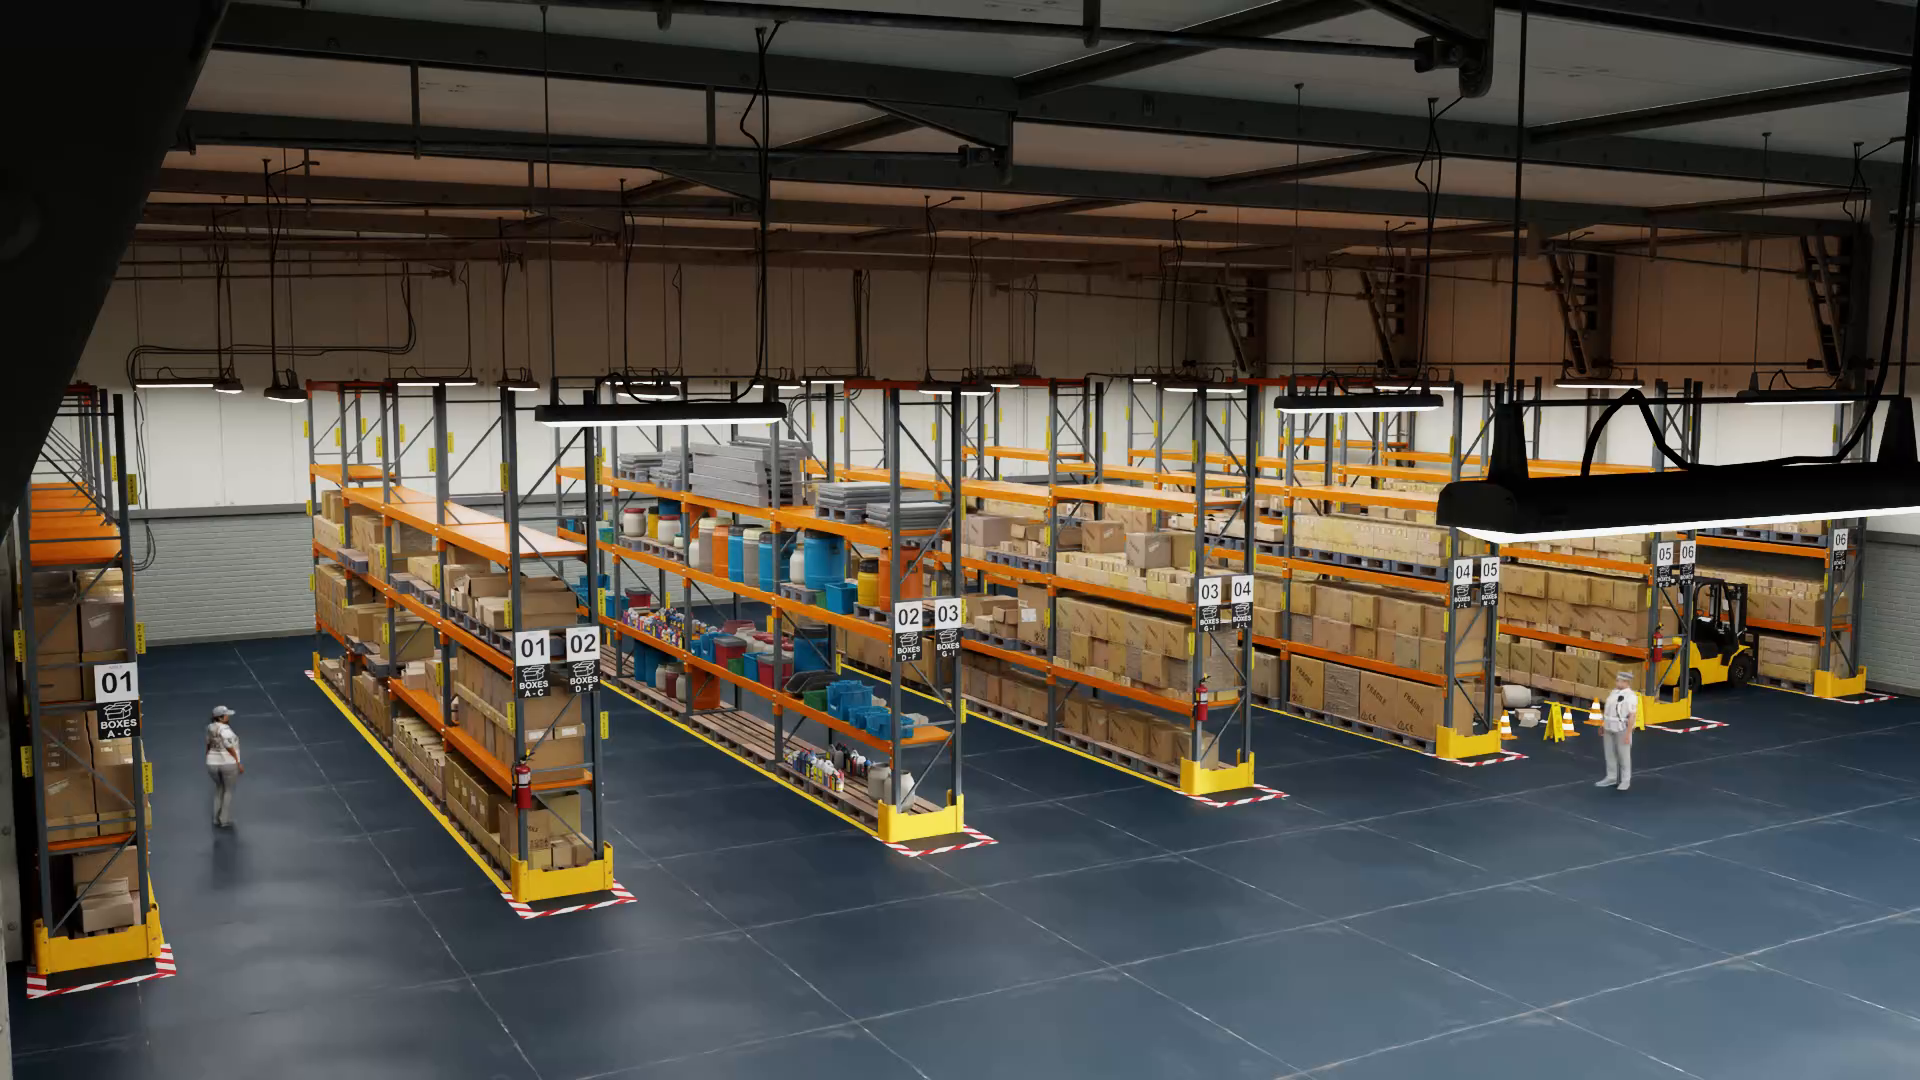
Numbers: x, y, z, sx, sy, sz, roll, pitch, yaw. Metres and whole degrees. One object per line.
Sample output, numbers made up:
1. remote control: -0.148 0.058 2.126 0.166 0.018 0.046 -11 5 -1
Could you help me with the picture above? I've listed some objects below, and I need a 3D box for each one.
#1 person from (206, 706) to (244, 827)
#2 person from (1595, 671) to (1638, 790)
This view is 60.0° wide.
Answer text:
1. person: -10.056 3.099 22.745 0.511 1.693 0.466 1 6 8
2. person: 9.784 2.824 24.803 0.444 1.779 0.634 -4 8 -36
